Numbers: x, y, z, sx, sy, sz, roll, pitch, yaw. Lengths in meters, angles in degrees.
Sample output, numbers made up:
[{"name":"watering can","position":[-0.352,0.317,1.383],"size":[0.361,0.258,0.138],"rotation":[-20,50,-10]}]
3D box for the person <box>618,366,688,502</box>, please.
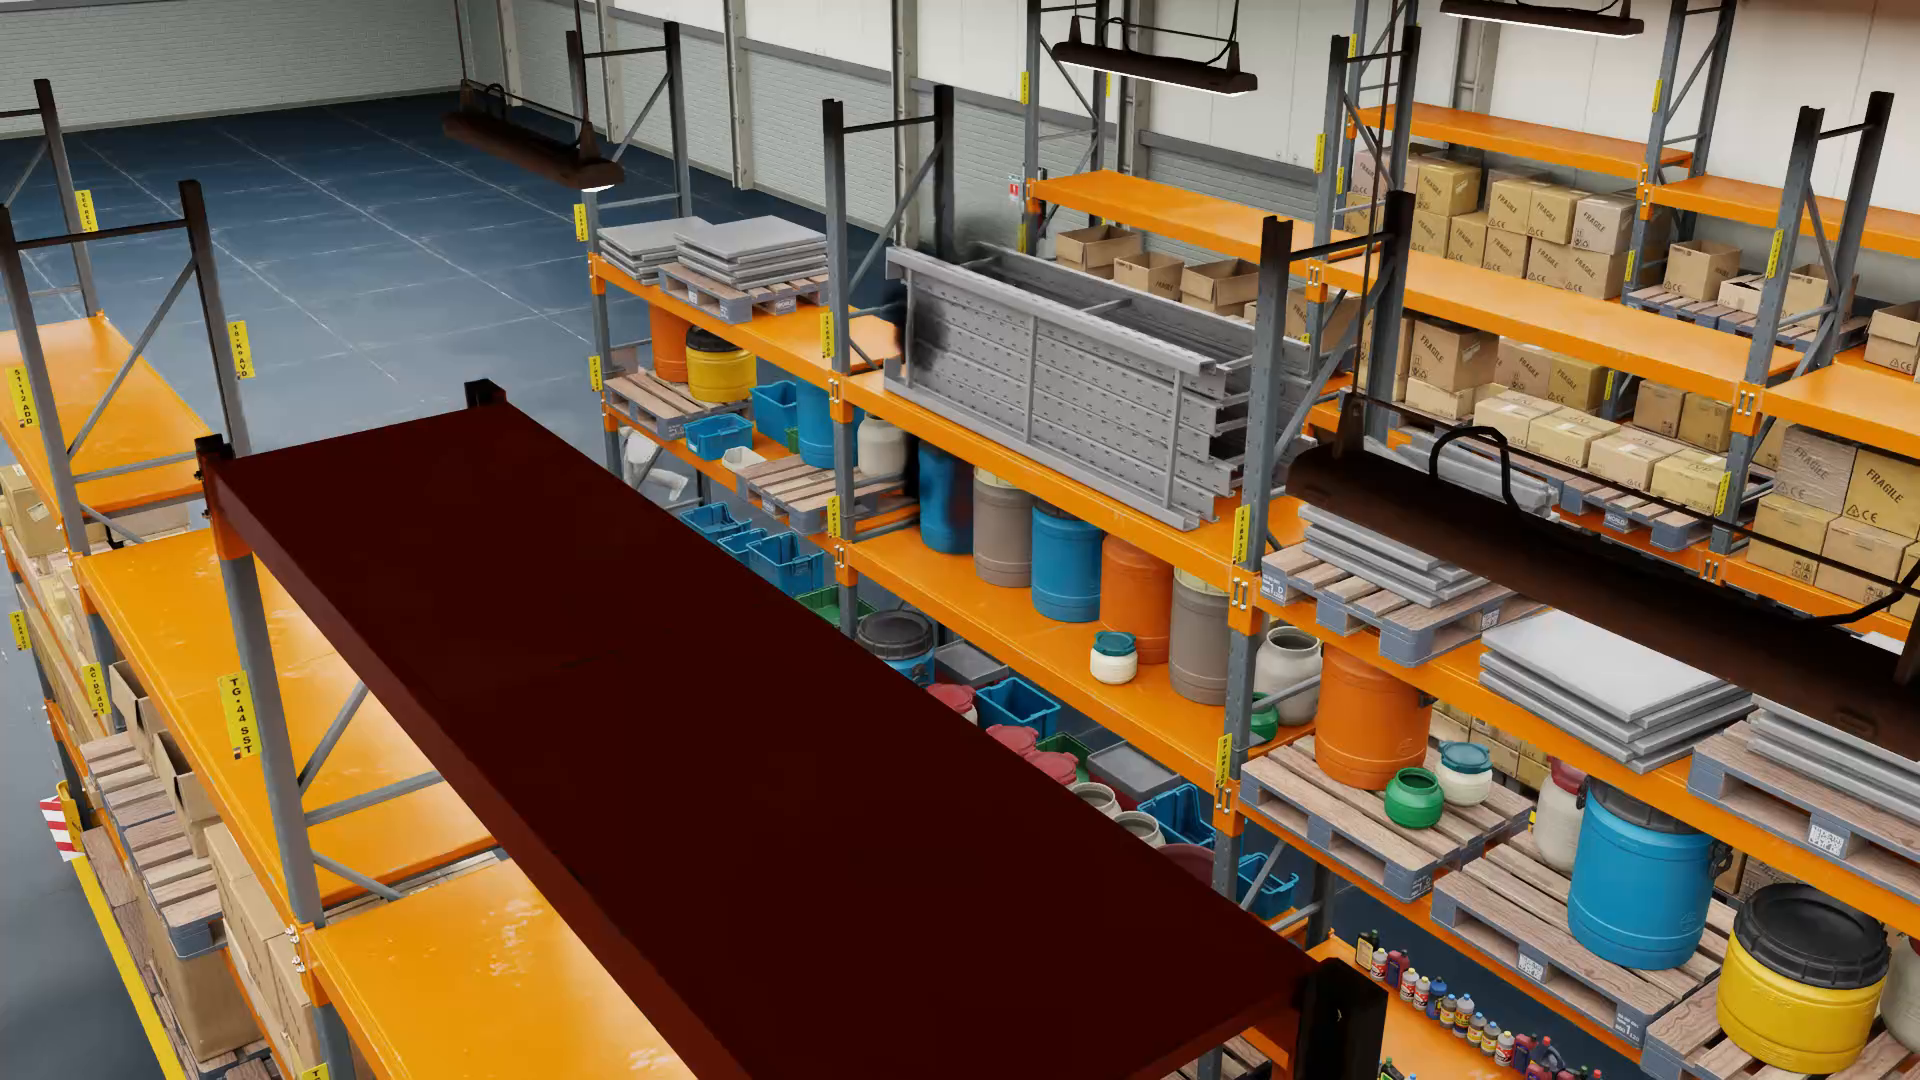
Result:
[{"name":"person","position":[-3.683,-1.164,19.492],"size":[0.934,1.674,0.742],"rotation":[-1,25,-3]}]
